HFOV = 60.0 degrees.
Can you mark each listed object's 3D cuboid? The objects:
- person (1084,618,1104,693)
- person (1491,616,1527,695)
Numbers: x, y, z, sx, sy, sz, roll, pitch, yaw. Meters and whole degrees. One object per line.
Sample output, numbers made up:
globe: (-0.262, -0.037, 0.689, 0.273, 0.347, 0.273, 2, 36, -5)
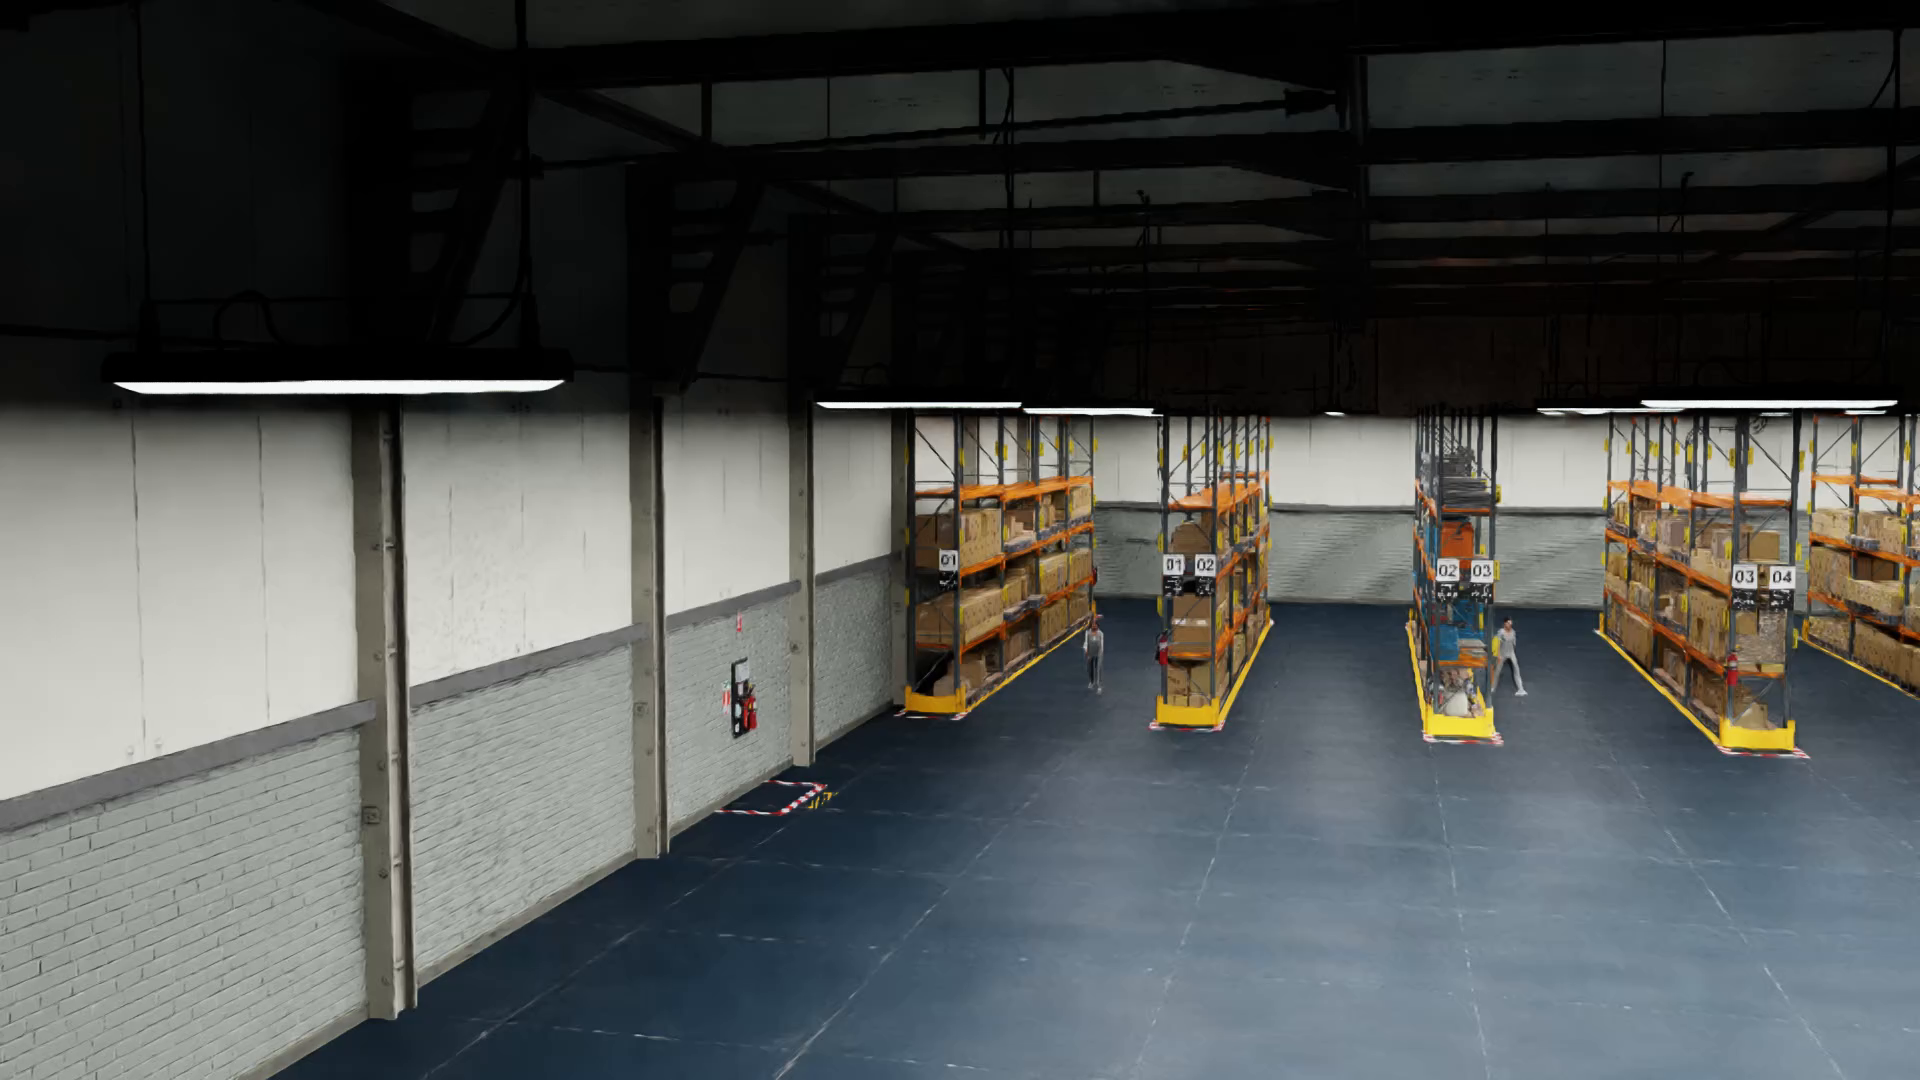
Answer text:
person: (2.807, 2.403, 34.883, 0.412, 1.533, 0.955, 0, 4, 6)
person: (11.351, 2.396, 34.487, 0.485, 1.602, 0.895, -1, 4, -12)
